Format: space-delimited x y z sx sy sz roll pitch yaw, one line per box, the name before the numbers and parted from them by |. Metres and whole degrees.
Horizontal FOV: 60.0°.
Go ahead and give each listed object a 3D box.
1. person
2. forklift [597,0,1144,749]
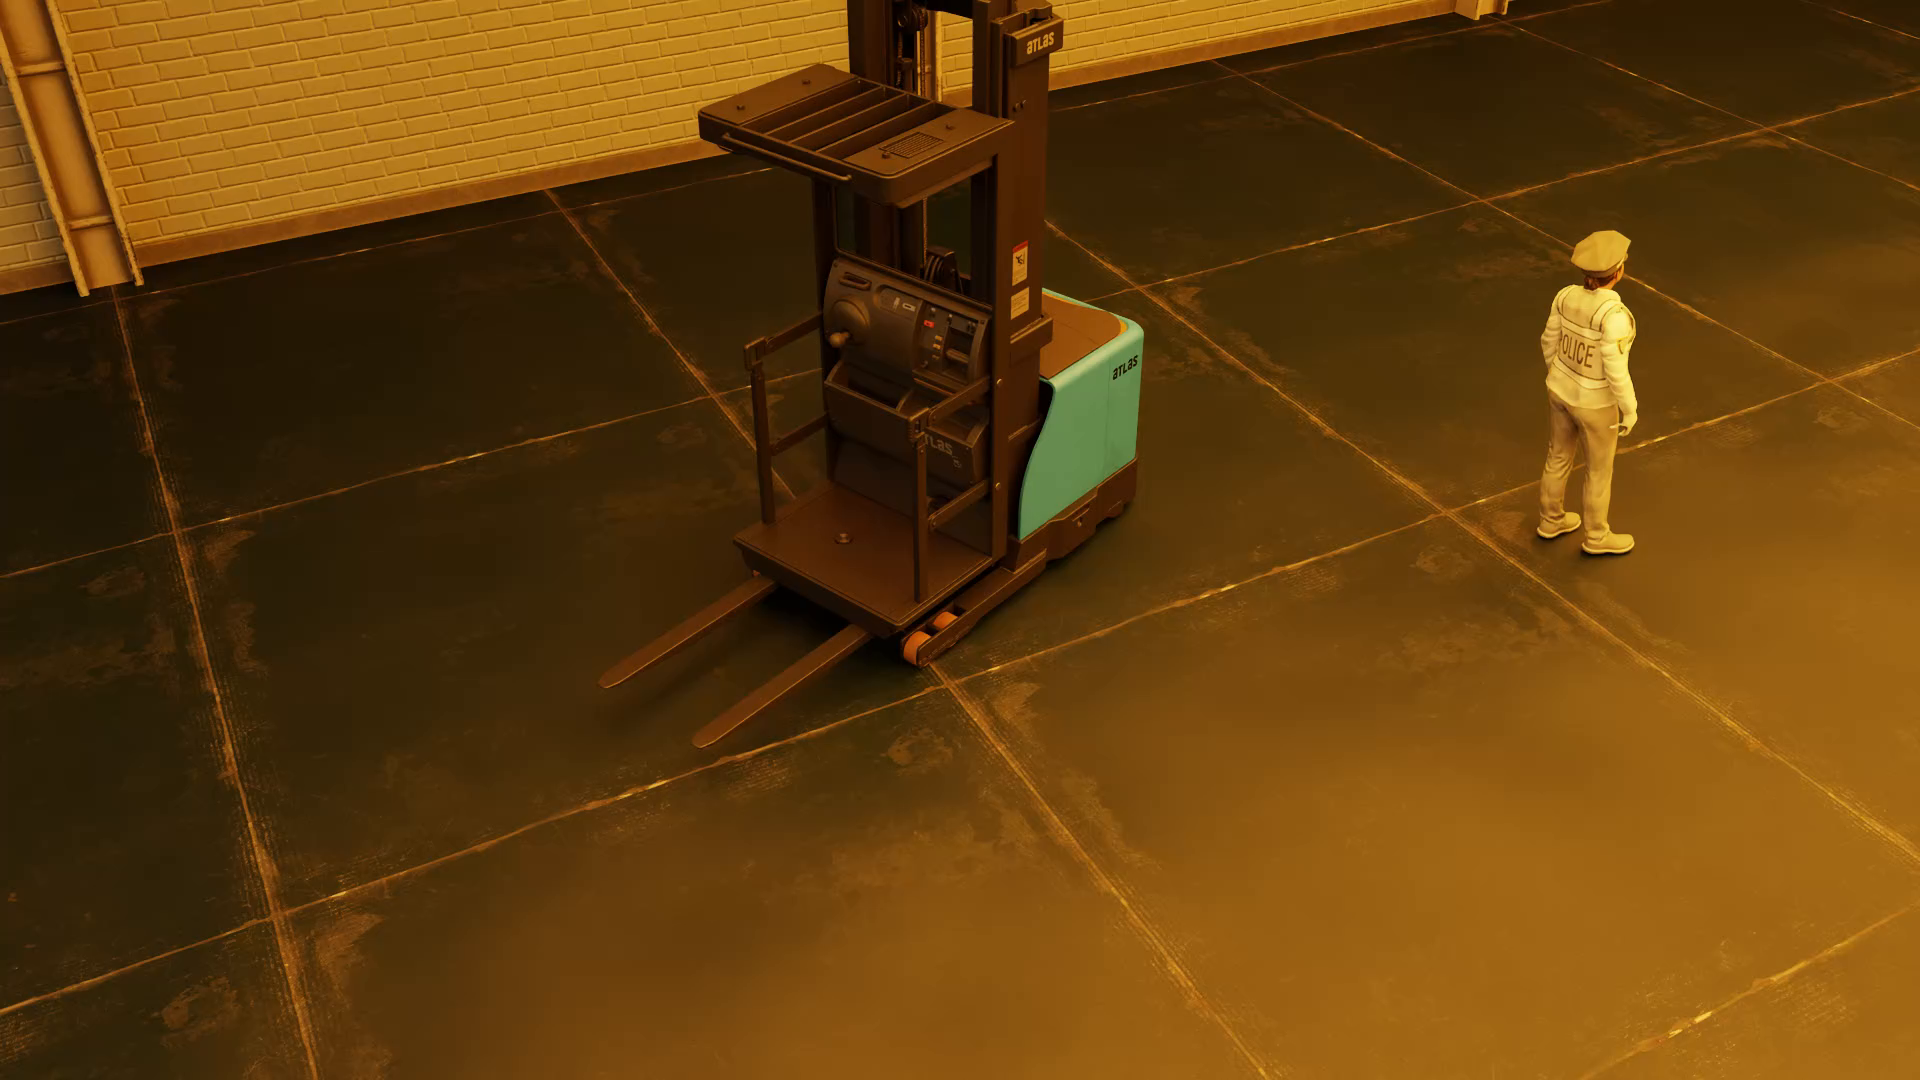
person | 3.138 -0.731 8.216 0.531 1.694 0.587 -16 38 -21
forklift | -0.390 -0.927 7.434 1.130 2.935 3.031 26 43 31
